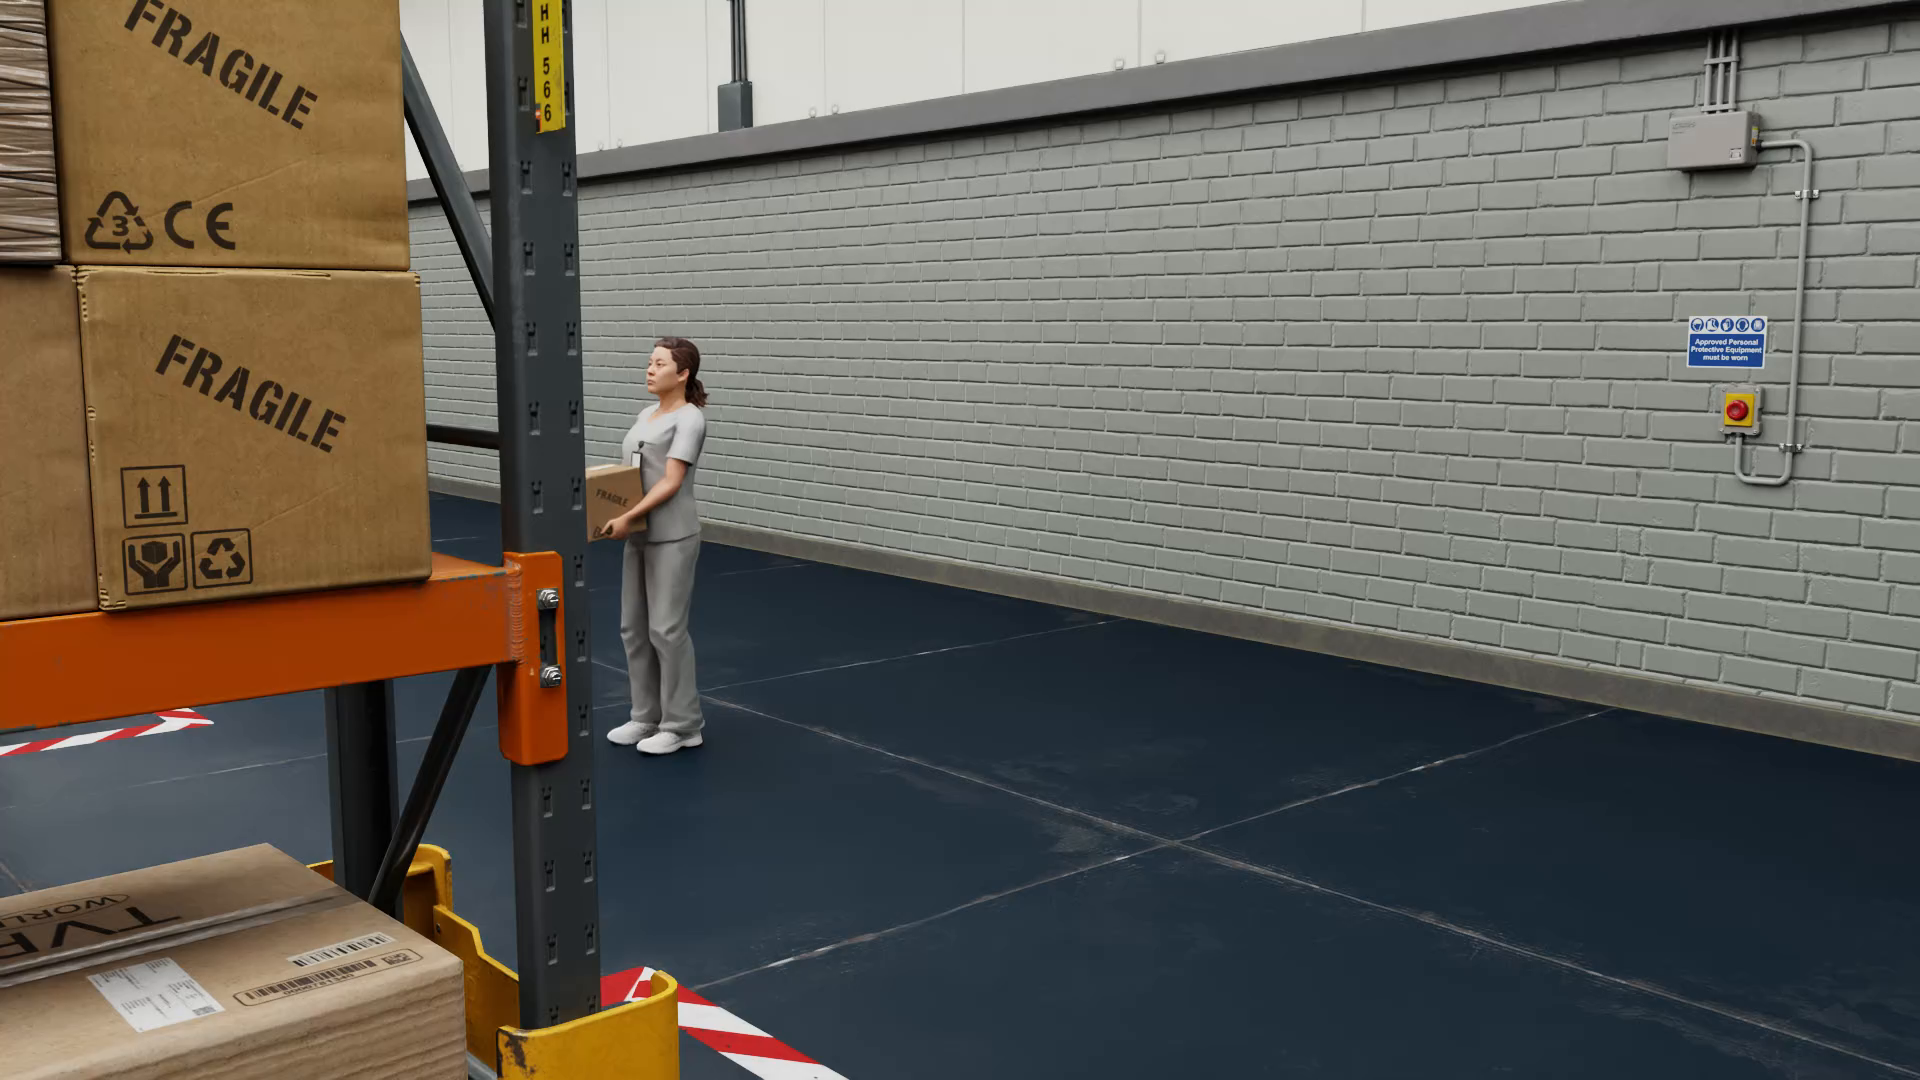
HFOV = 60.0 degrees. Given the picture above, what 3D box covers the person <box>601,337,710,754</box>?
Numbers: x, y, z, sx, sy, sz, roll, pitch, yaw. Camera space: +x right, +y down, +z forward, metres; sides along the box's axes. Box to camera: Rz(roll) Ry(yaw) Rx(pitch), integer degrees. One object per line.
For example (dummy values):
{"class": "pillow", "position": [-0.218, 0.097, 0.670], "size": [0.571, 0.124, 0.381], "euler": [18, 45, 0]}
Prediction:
{"class": "person", "position": [-1.256, 0.023, 6.692], "size": [0.554, 1.655, 0.437], "euler": [-6, 10, -40]}
